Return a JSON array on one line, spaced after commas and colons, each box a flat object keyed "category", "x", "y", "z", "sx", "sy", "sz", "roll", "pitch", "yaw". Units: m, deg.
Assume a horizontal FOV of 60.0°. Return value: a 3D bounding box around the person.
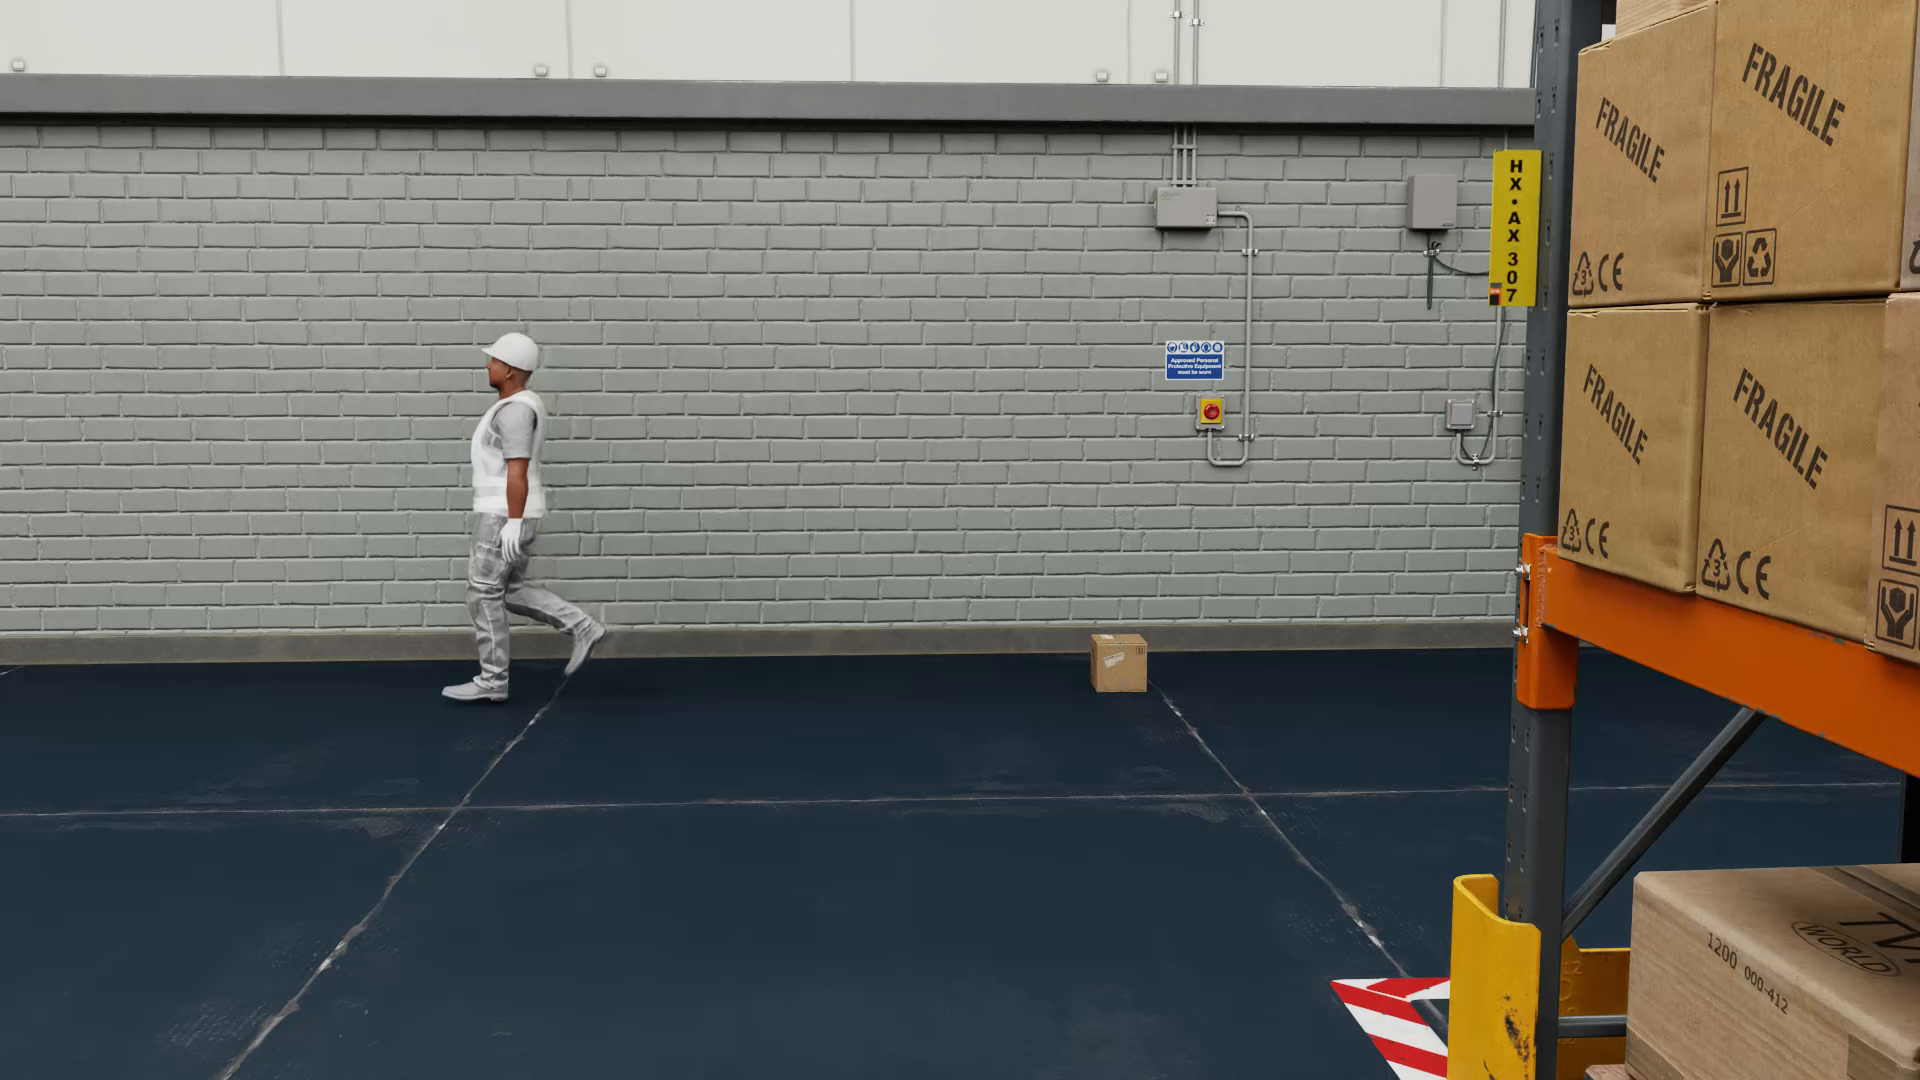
[{"category": "person", "x": -2.114, "y": -0.112, "z": 8.016, "sx": 0.773, "sy": 1.763, "sz": 0.562, "roll": -1, "pitch": 7, "yaw": -7}]
